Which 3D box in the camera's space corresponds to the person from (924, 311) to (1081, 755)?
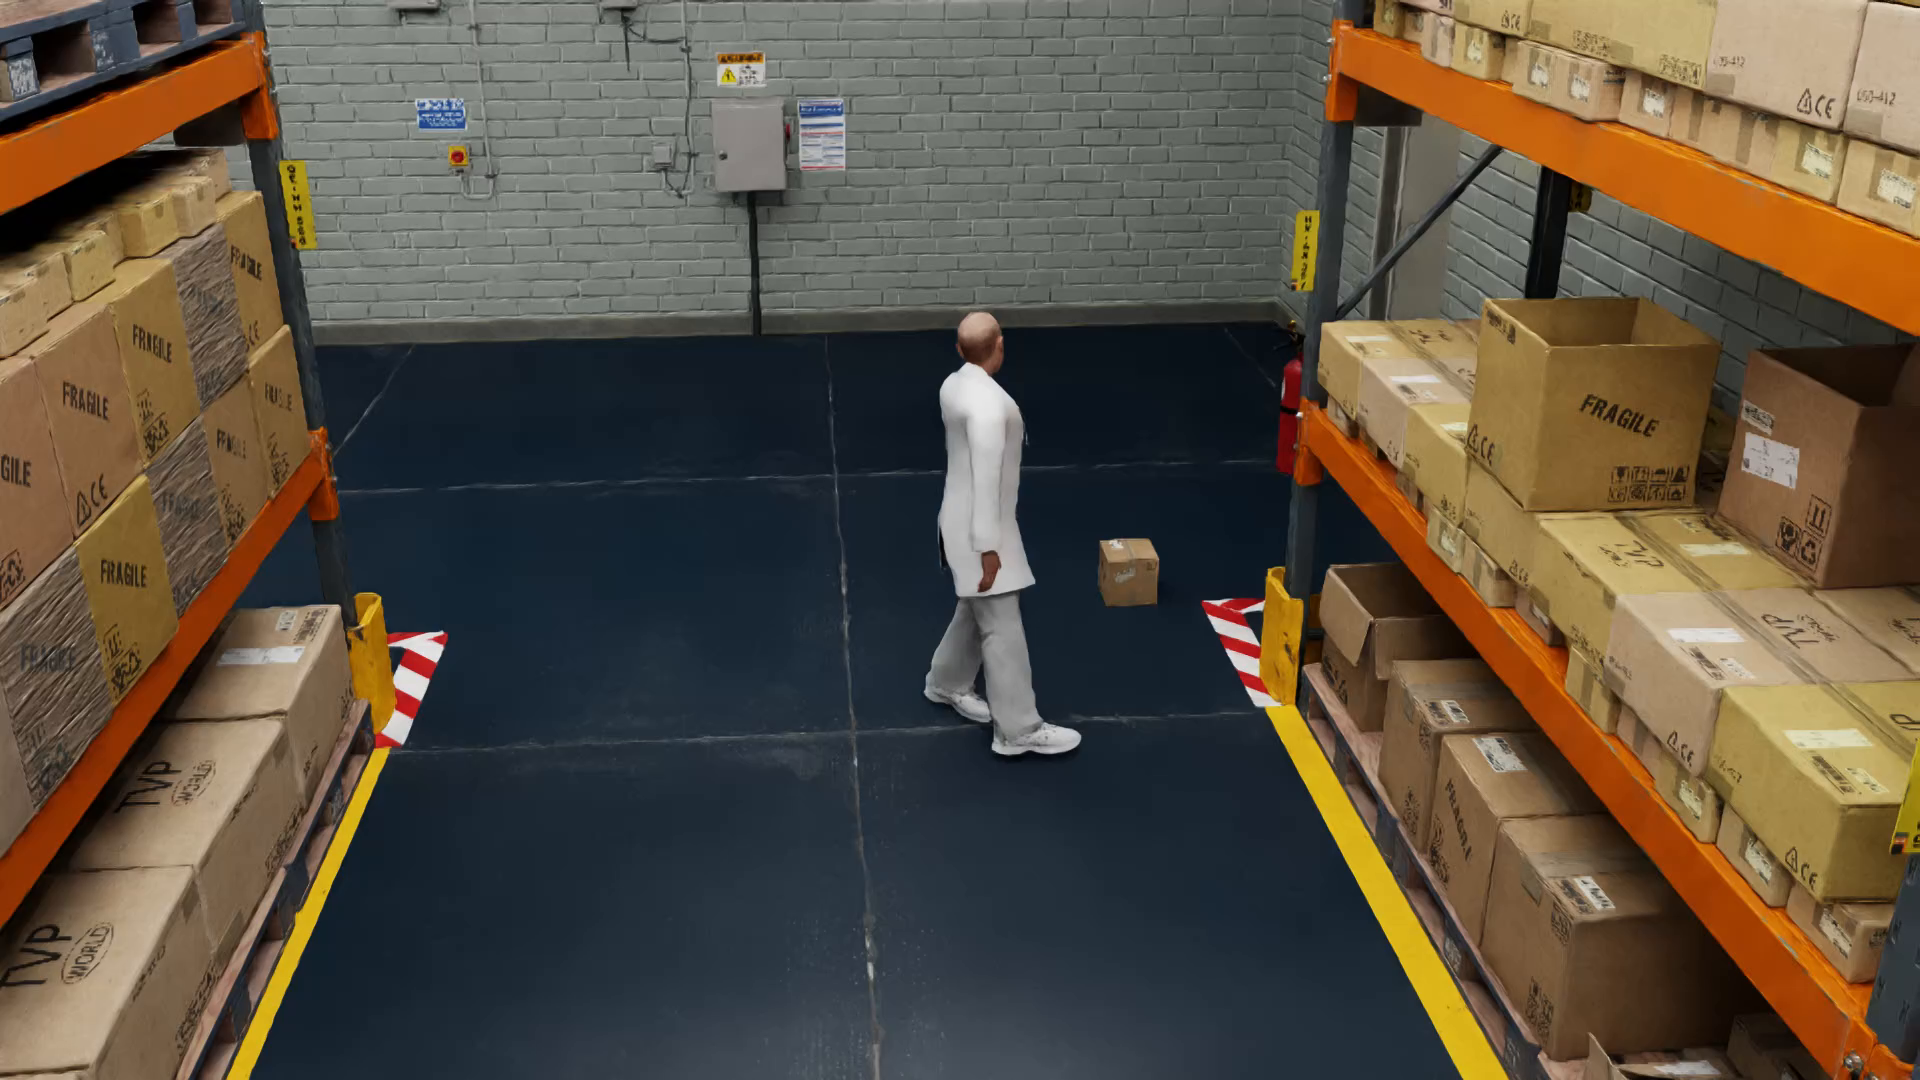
[{"bbox_3d":[0.170,-0.028,6.724,0.619,1.774,0.682,-2,23,-4],"label":"person"}]
